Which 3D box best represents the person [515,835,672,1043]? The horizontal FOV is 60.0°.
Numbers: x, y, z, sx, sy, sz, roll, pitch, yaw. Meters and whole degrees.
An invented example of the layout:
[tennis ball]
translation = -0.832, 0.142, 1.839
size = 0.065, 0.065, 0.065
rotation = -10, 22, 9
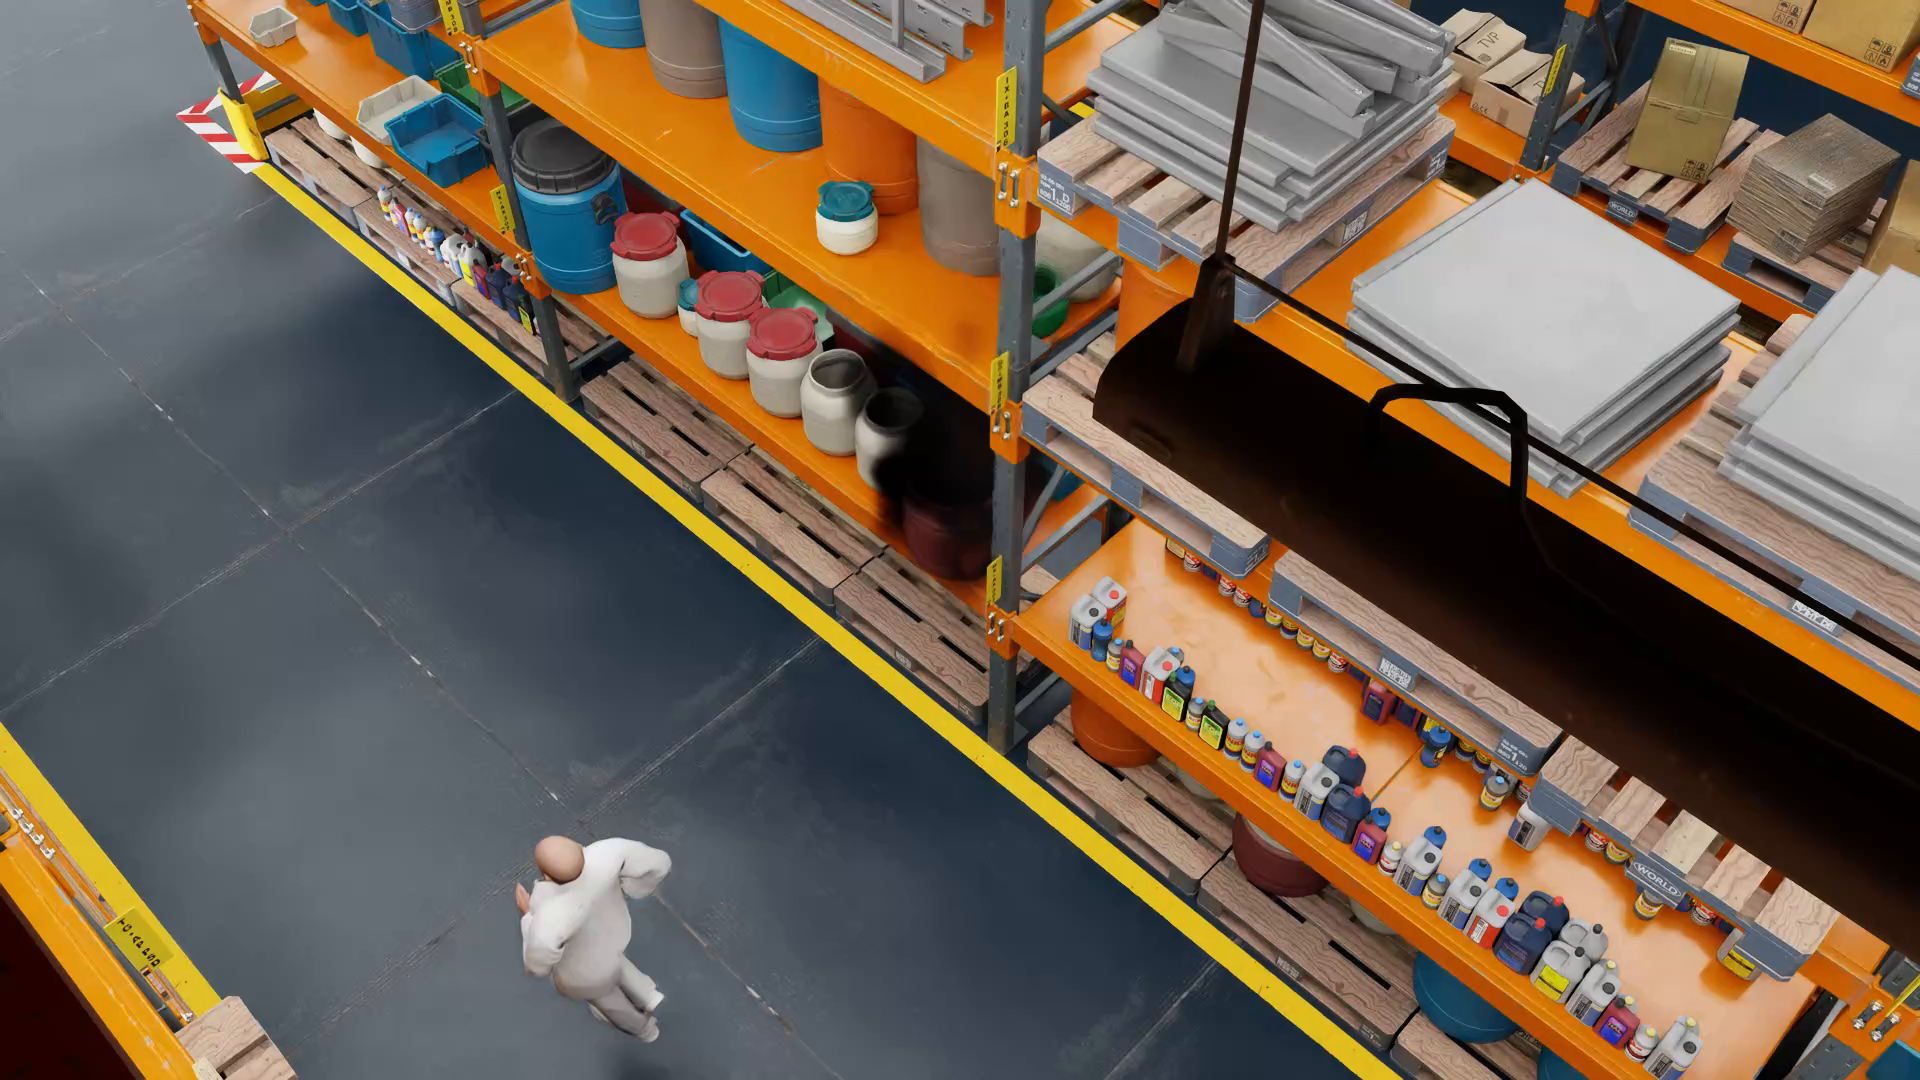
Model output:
[person]
translation = -1.672, 1.748, 7.407
size = 0.611, 1.747, 0.714
rotation = 23, 54, 18
